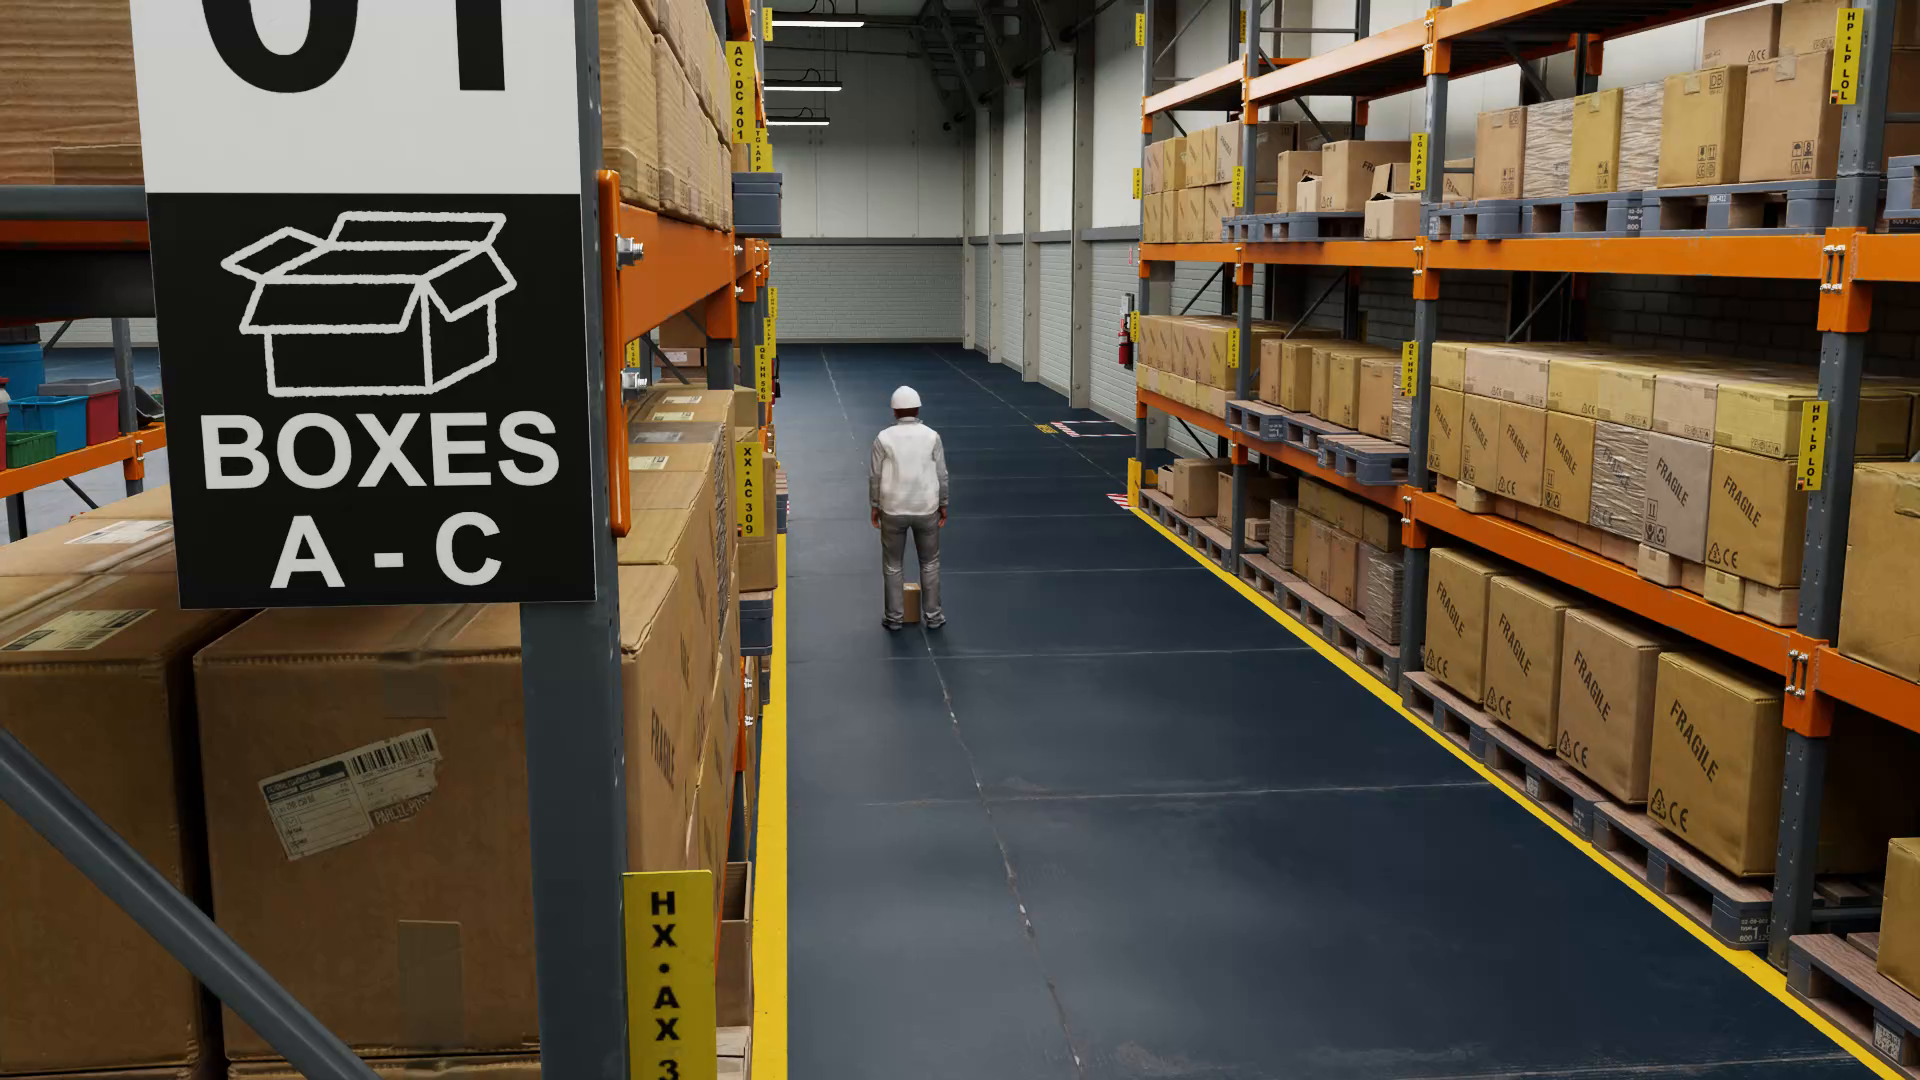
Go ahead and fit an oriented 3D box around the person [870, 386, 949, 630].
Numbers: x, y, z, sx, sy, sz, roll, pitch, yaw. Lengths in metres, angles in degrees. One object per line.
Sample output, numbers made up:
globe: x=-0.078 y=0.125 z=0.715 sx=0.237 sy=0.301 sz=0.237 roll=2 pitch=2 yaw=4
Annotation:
person: x=-0.370 y=-0.231 z=12.148 sx=0.579 sy=1.770 sz=0.465 roll=-1 pitch=10 yaw=-6
